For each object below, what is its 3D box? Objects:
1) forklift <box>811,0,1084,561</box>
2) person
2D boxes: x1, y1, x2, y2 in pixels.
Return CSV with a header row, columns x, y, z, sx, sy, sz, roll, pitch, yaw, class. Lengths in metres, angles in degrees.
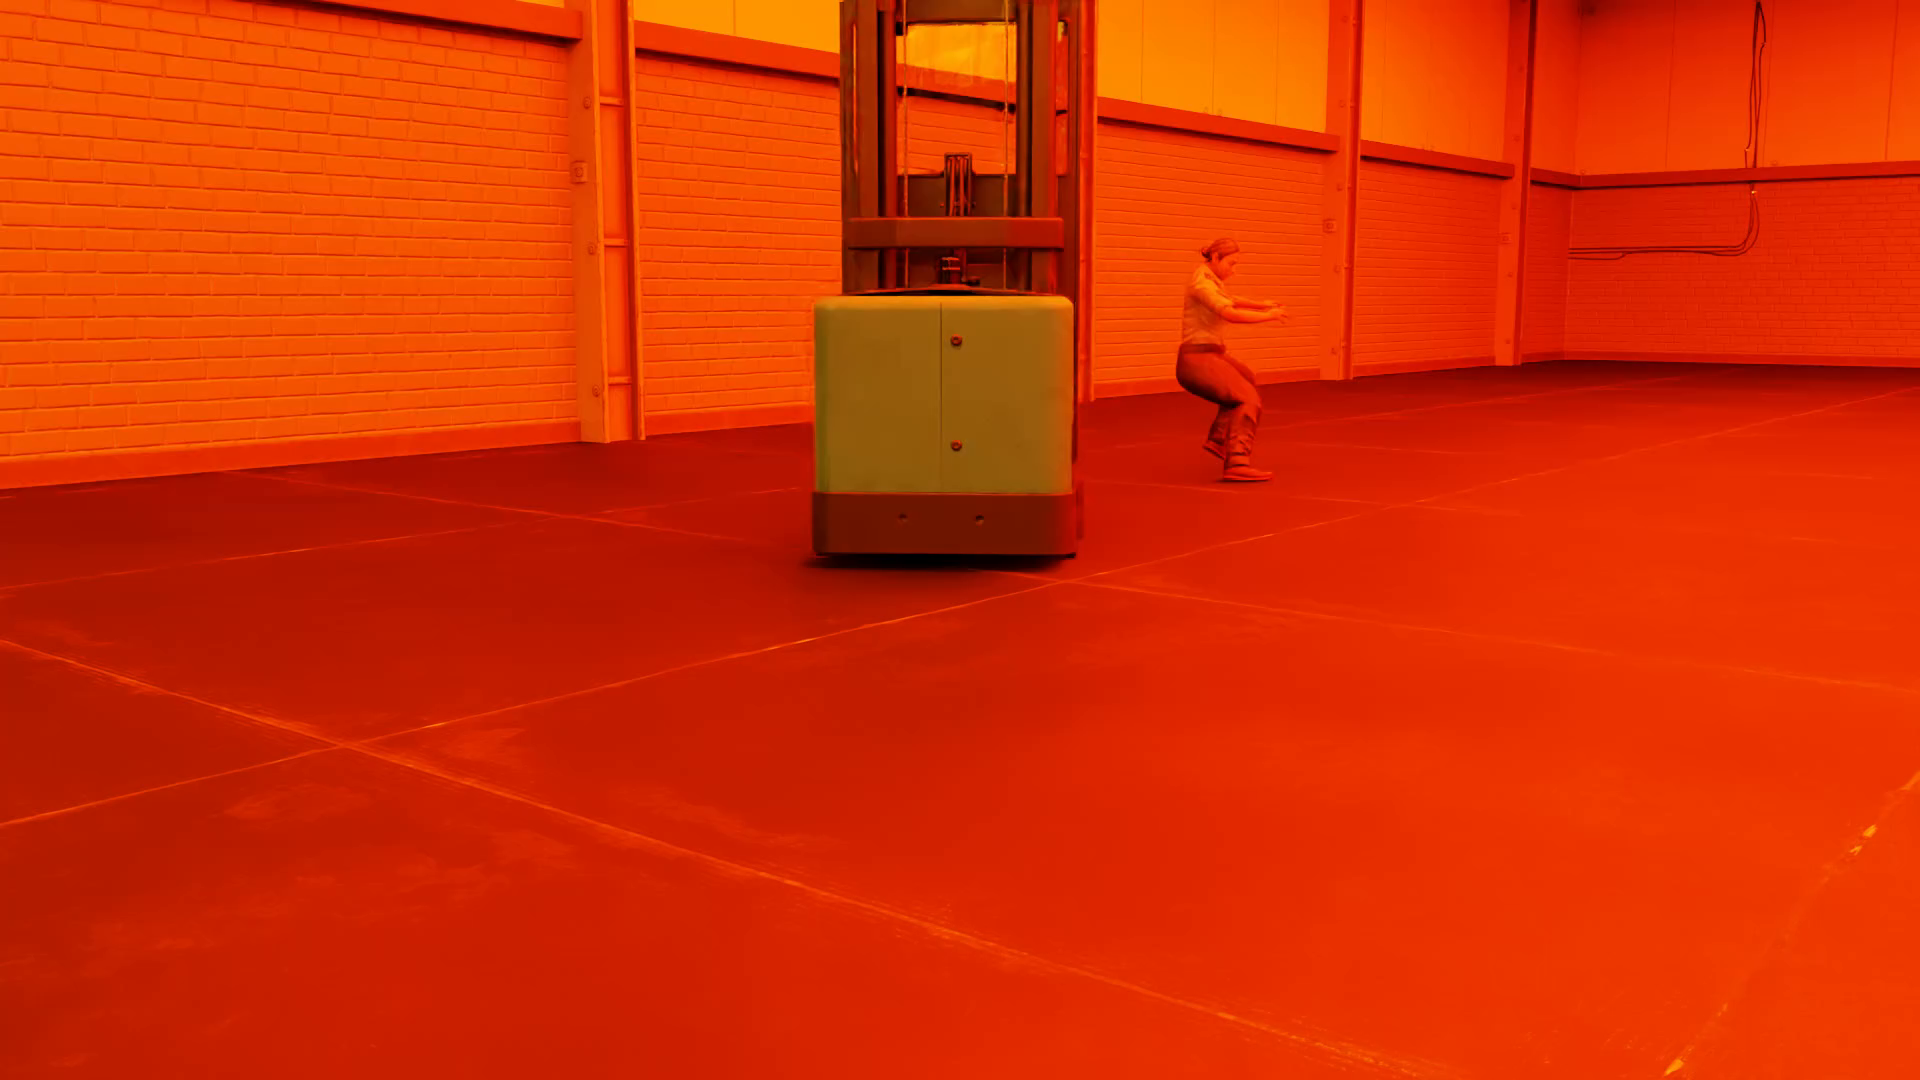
x,y,z,sx,sy,sz,roll,pitch,yaw,class
0.019,-1.542,7.819,1.130,2.935,3.031,1,8,3,forklift
1.657,-1.116,10.123,0.668,1.421,1.043,2,8,11,person
